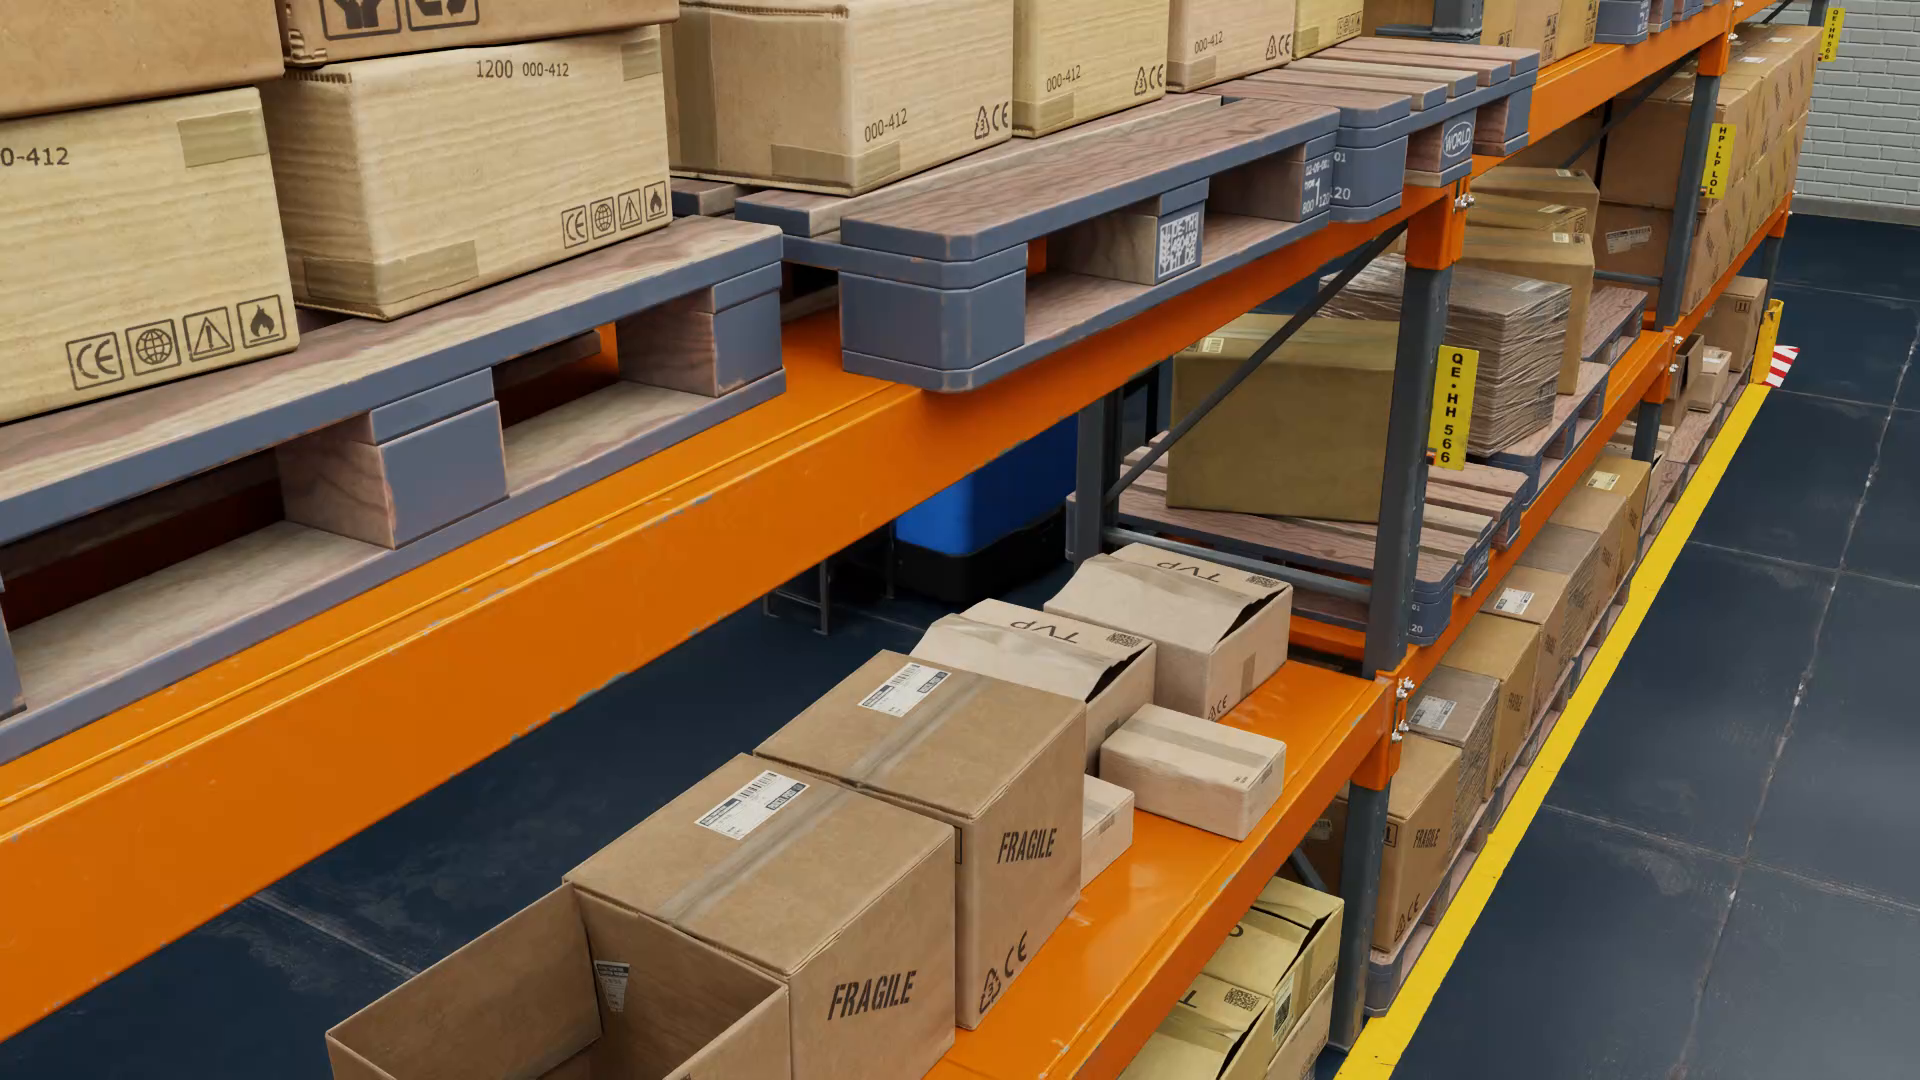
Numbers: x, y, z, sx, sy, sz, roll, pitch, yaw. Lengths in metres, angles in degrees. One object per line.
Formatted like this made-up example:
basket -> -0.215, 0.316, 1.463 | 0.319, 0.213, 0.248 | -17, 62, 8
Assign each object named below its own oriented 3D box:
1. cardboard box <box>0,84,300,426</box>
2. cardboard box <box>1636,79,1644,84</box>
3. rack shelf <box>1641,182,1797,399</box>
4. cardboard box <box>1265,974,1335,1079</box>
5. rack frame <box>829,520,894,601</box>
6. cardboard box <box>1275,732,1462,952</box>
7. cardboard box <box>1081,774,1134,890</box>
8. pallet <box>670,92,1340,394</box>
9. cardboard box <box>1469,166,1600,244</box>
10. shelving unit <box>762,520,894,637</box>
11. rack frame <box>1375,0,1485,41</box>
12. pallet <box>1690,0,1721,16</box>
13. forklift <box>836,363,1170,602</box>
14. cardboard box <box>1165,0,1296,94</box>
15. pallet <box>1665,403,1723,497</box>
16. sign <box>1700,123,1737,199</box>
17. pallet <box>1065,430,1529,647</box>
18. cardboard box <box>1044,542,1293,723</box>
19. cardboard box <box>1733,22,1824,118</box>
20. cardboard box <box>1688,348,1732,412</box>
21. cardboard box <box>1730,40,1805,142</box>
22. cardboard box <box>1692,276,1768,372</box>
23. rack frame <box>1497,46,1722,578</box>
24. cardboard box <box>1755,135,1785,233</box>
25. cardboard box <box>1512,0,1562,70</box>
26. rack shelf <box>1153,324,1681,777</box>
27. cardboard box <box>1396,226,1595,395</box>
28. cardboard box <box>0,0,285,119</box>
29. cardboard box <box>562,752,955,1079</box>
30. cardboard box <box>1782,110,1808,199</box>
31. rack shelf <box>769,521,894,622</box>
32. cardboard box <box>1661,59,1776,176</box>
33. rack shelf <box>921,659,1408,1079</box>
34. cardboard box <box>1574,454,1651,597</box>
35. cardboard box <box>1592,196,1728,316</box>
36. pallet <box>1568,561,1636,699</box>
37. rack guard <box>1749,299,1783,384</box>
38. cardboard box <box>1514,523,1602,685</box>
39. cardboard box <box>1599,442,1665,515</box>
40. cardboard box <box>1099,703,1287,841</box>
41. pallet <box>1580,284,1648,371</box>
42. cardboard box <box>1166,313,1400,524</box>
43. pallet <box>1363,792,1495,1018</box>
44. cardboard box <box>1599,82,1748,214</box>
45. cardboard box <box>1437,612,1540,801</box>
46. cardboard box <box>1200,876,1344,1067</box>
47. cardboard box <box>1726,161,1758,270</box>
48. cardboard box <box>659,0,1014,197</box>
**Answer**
cardboard box -> -0.978, -0.279, 1.504 | 0.500, 0.250, 0.500 | 17, 29, 34
cardboard box -> 3.223, -2.176, 8.617 | 0.500, 0.500, 0.500 | 13, 27, 28
rack shelf -> 3.964, -1.618, 9.617 | 1.077, 0.370, 4.000 | 14, 27, 29
cardboard box -> 0.728, 1.375, 4.731 | 0.500, 0.250, 0.500 | 15, 27, 30
rack frame -> -0.485, -0.718, 7.767 | 0.400, 2.100, 0.015 | 16, 28, 33
cardboard box -> 1.281, 0.928, 5.422 | 0.500, 0.500, 0.500 | 15, 28, 31
cardboard box -> 0.174, 0.635, 3.825 | 0.380, 0.149, 0.250 | 16, 28, 33
pallet -> -0.071, -0.587, 2.792 | 1.003, 0.211, 1.213 | 15, 28, 31
cardboard box -> 2.469, -1.399, 7.551 | 0.700, 0.500, 0.500 | 5, 24, 11
shelving unit -> -0.628, -0.640, 7.586 | 0.431, 2.100, 0.503 | 16, 28, 33
rack frame -> 0.799, -2.676, 3.605 | 1.000, 3.000, 0.127 | 14, 27, 29
pallet -> 2.505, -2.358, 6.882 | 1.213, 0.211, 1.003 | 14, 27, 29
forklift -> 0.484, -1.575, 8.698 | 1.130, 2.935, 3.031 | 16, 28, 33
cardboard box -> 0.346, -1.078, 3.348 | 0.500, 0.250, 0.500 | 15, 27, 30
pallet -> 3.914, -0.638, 9.959 | 1.003, 0.211, 1.213 | 14, 27, 29
sign -> 3.382, -1.689, 7.419 | 0.100, 0.325, 0.005 | 14, 27, 29
pallet -> 1.096, -0.078, 5.397 | 1.213, 0.211, 1.003 | 14, 27, 29
cardboard box -> 0.570, 0.232, 4.552 | 0.500, 0.311, 0.500 | 16, 28, 32
cardboard box -> 5.017, -2.920, 10.335 | 0.500, 0.500, 0.500 | 14, 27, 29
cardboard box -> 4.414, -1.014, 10.223 | 0.500, 0.250, 0.500 | 14, 27, 29
cardboard box -> 4.482, -2.573, 9.534 | 0.500, 0.500, 0.500 | 15, 27, 30
cardboard box -> 4.941, -1.443, 10.900 | 0.500, 0.500, 0.500 | 14, 27, 29
rack frame -> 2.909, -1.273, 7.915 | 1.000, 3.000, 0.127 | 14, 27, 29
cardboard box -> 4.475, -2.118, 9.740 | 0.500, 0.500, 0.500 | 14, 27, 29
cardboard box -> 1.269, -1.672, 4.935 | 0.910, 0.500, 0.500 | 14, 27, 29
rack shelf -> 1.854, -0.268, 6.499 | 1.077, 0.370, 4.000 | 14, 27, 29
cardboard box -> 2.029, -0.902, 6.404 | 0.700, 0.500, 0.500 | 7, 24, 16
cardboard box -> -0.953, -0.617, 1.341 | 0.500, 0.500, 0.500 | 14, 27, 30
cardboard box -> -0.350, 0.779, 3.050 | 0.500, 0.500, 0.500 | 14, 27, 29
cardboard box -> 5.013, -2.461, 10.533 | 0.500, 0.500, 0.500 | 15, 27, 31
rack shelf -> -0.628, 0.015, 7.869 | 0.431, 0.518, 0.480 | 16, 28, 33
cardboard box -> 3.939, -2.225, 8.731 | 0.500, 0.500, 0.500 | 13, 27, 27
rack shelf -> -0.256, 1.082, 3.380 | 1.077, 0.370, 4.000 | 14, 27, 29
cardboard box -> 2.892, -0.101, 7.801 | 0.500, 0.500, 0.500 | 14, 27, 29
cardboard box -> 3.409, -1.434, 8.161 | 0.500, 0.500, 0.500 | 15, 27, 30
pallet -> 2.512, 0.289, 7.817 | 1.003, 0.211, 1.213 | 14, 27, 29
rack guard -> 4.978, -1.450, 11.471 | 1.175, 0.500, 0.348 | 14, 27, 29
cardboard box -> 2.359, 0.233, 7.029 | 0.500, 0.500, 0.500 | 14, 27, 30
cardboard box -> 3.314, -0.337, 8.584 | 0.500, 0.311, 0.500 | 14, 27, 29
cardboard box -> 0.559, 0.554, 4.011 | 0.380, 0.149, 0.250 | 14, 27, 29
pallet -> 2.394, -0.938, 7.383 | 1.003, 0.211, 1.213 | 14, 27, 29
cardboard box -> 1.035, -0.398, 5.239 | 0.700, 0.500, 0.500 | 5, 24, 11
pallet -> 1.225, 1.113, 5.914 | 1.003, 0.211, 1.213 | 14, 27, 29
cardboard box -> 3.396, -1.878, 7.928 | 0.500, 0.500, 0.500 | 15, 27, 30
cardboard box -> 1.822, 0.582, 6.222 | 0.500, 0.500, 0.500 | 13, 27, 28
cardboard box -> 0.731, 1.117, 4.620 | 0.500, 0.311, 0.500 | 15, 27, 30
cardboard box -> 3.942, -1.776, 8.950 | 0.500, 0.500, 0.500 | 14, 27, 29
cardboard box -> -0.251, -0.706, 2.489 | 0.500, 0.250, 0.500 | 11, 26, 25
